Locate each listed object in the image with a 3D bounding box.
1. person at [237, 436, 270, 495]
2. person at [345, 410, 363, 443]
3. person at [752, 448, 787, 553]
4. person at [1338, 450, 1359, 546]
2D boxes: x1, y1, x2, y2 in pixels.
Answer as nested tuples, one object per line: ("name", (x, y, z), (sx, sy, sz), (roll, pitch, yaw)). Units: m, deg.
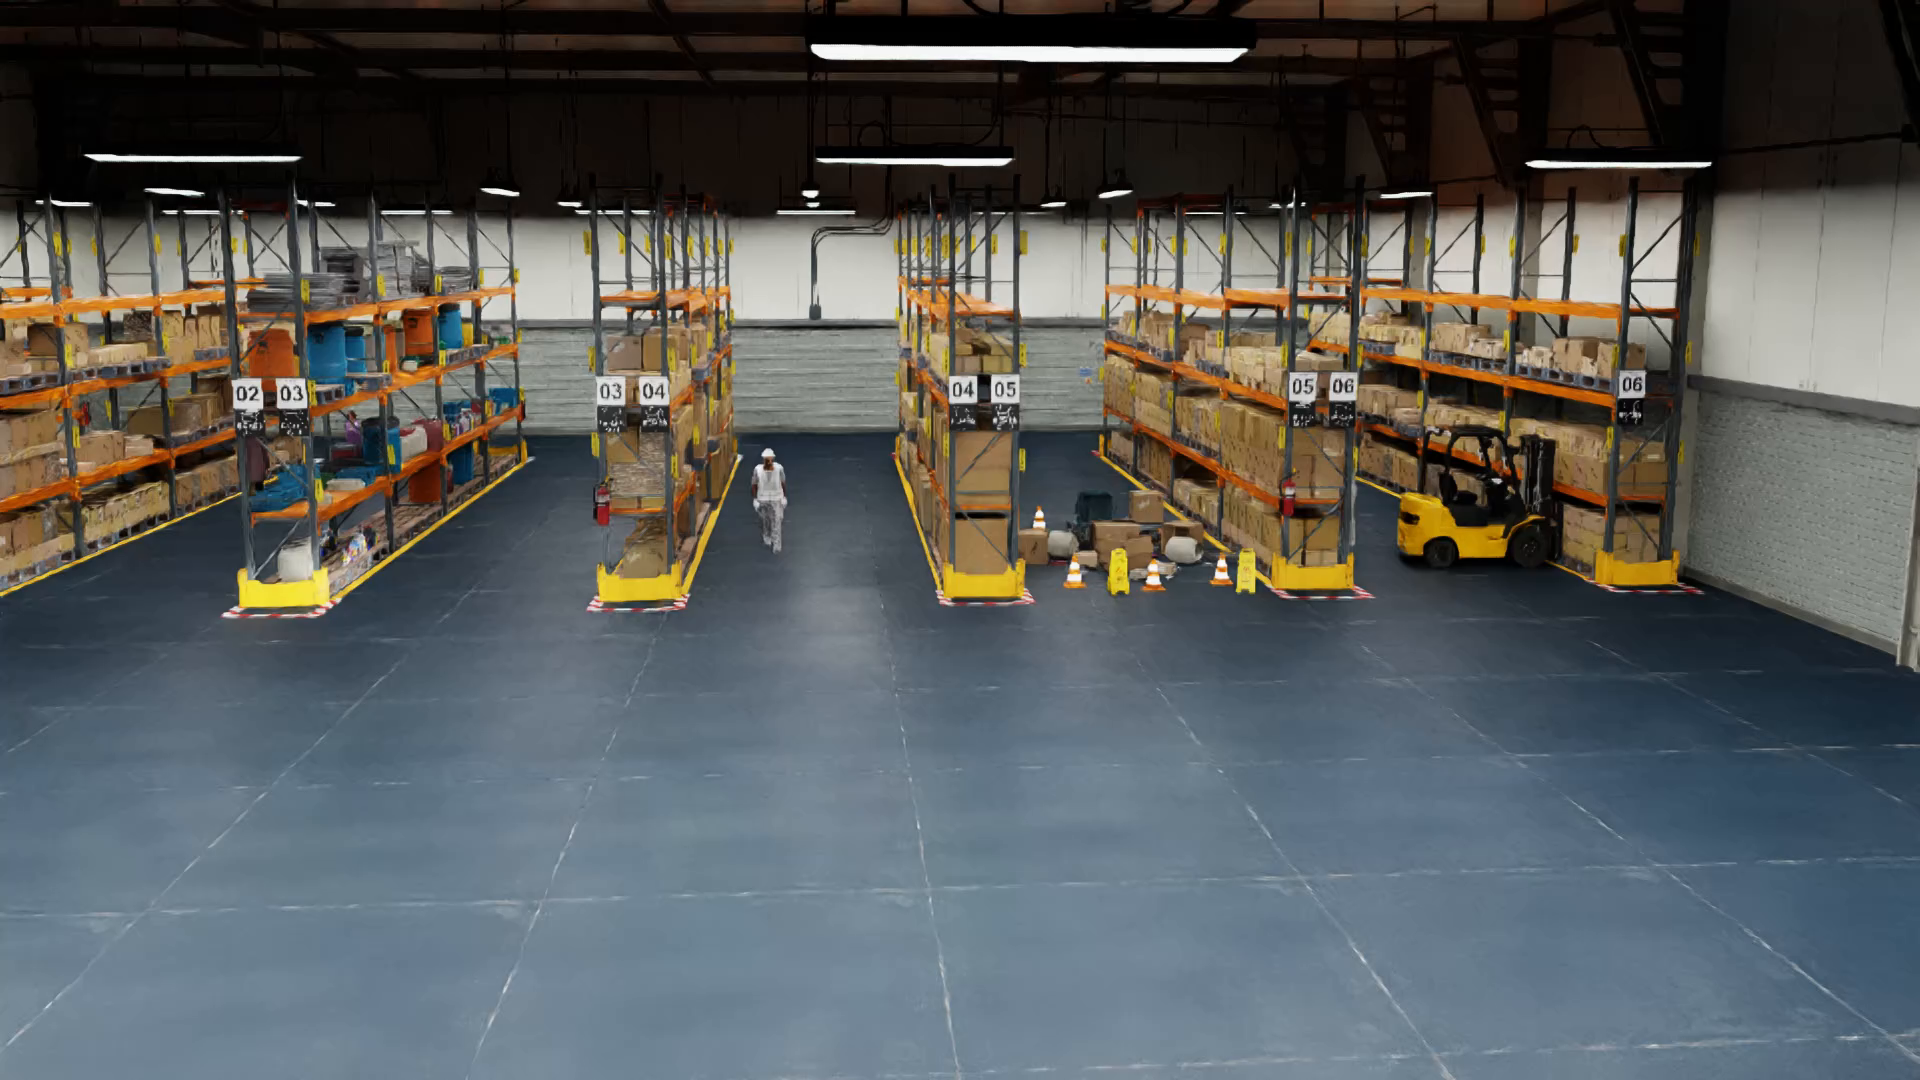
("person", (-13.168, -1.316, 30.934), (0.631, 1.775, 0.677), (5, 11, 25))
("person", (-13.085, -2.072, 36.005), (0.416, 1.525, 1.034), (-1, 10, -6))
("person", (-3.166, -0.680, 27.571), (0.566, 1.706, 1.122), (0, 10, -2))
("person", (6.511, -0.759, 28.111), (0.477, 1.675, 0.487), (5, 11, 26))
